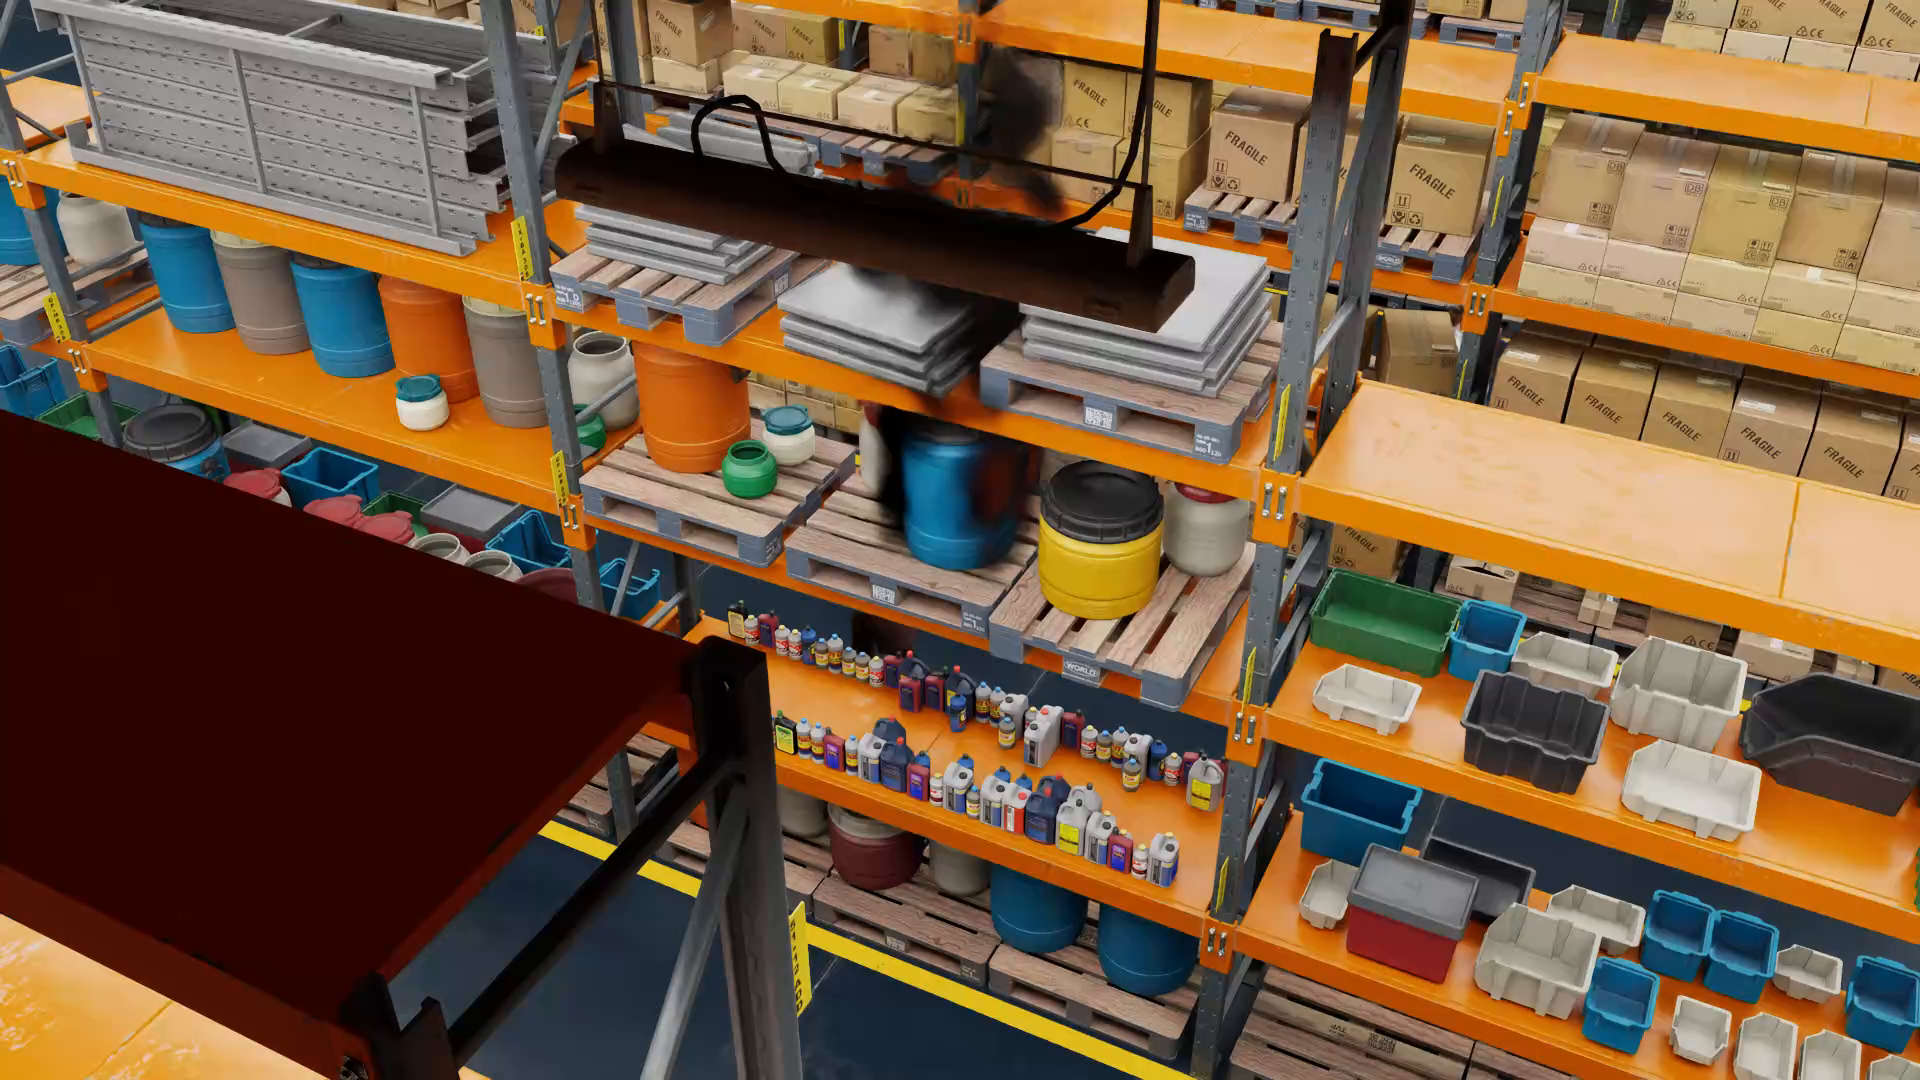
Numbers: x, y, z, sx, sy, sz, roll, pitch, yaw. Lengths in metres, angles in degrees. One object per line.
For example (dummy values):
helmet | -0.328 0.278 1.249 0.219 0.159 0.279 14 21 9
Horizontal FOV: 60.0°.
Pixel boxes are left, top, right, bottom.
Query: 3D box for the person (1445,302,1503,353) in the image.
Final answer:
person | 4.258 -1.261 14.159 0.875 1.829 0.686 16 38 22

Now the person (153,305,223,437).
person | -6.629 -1.405 14.336 0.637 1.745 0.645 16 38 22

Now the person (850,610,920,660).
person | -0.444 0.536 11.606 1.046 1.802 0.701 17 39 23
